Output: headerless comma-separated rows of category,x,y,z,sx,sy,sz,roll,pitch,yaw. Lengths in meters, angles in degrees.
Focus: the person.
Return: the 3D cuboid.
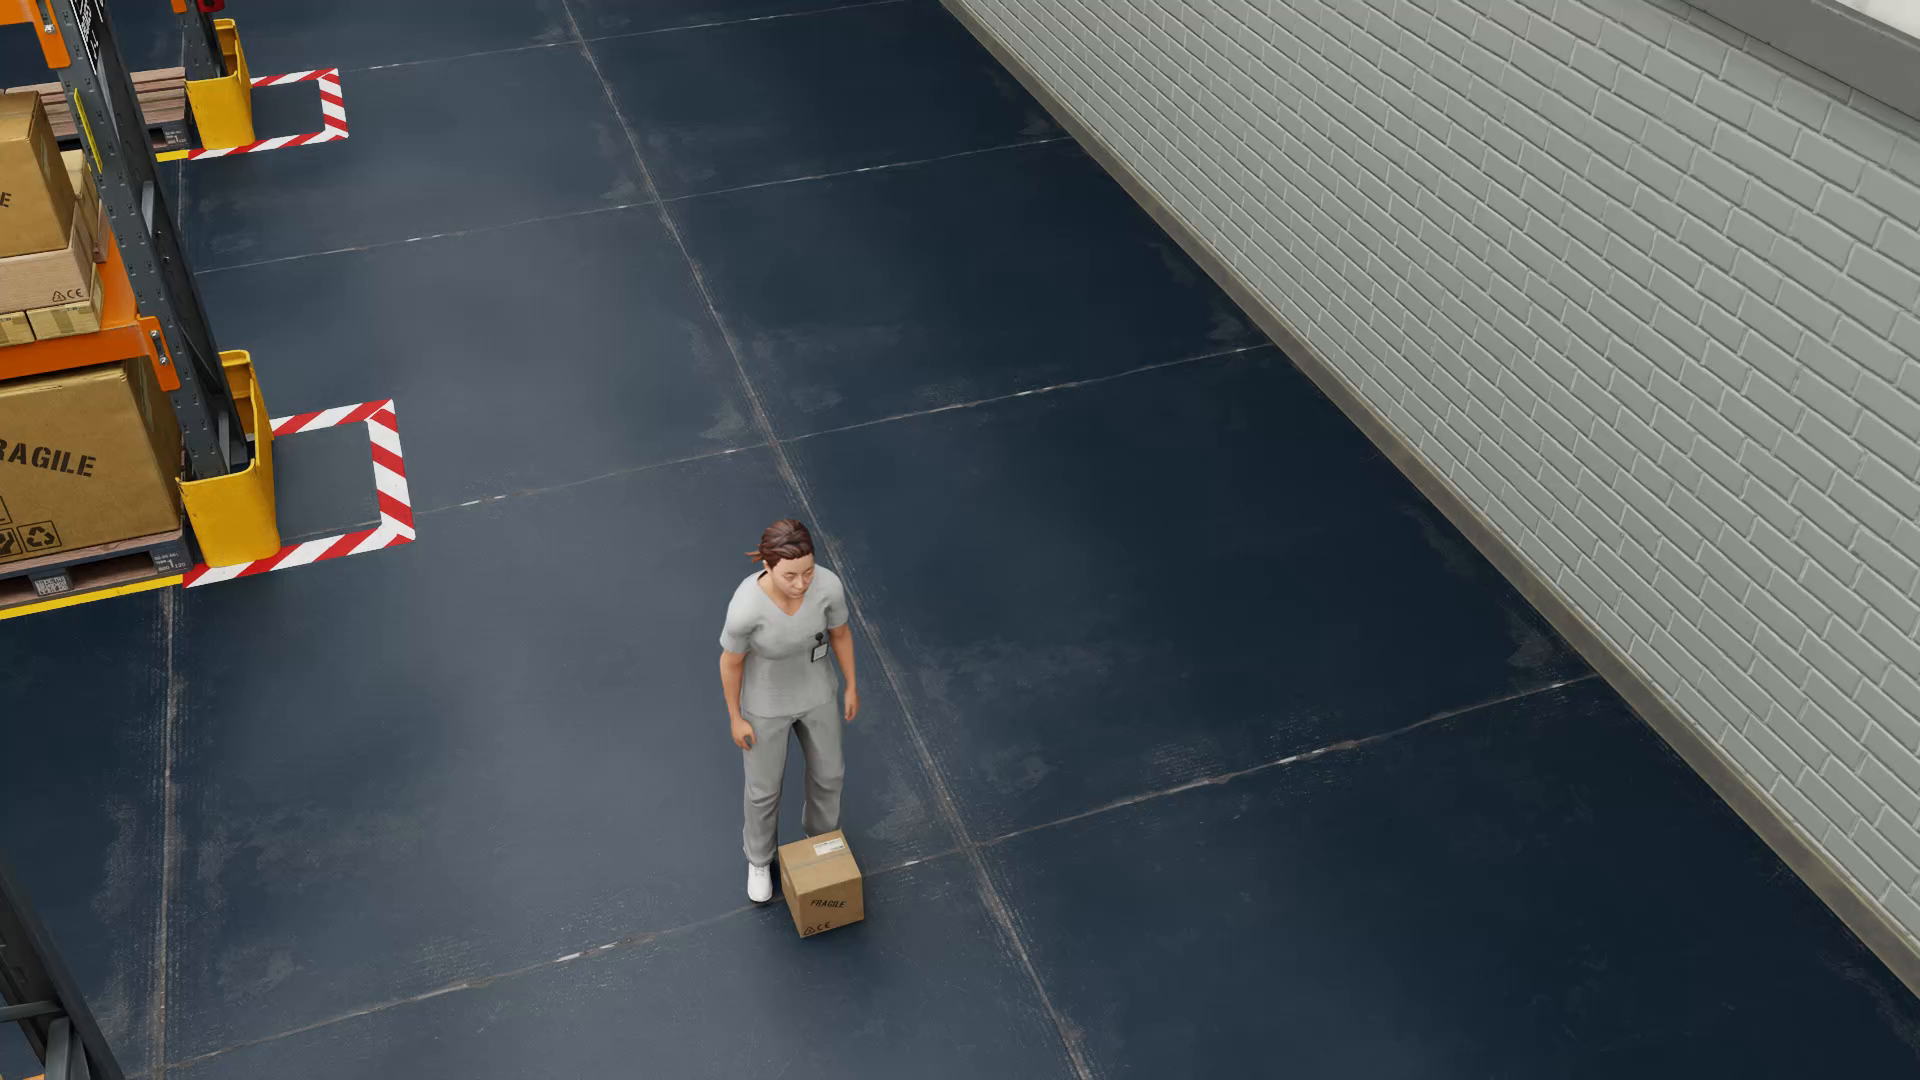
person,-0.619,0.594,6.020,0.489,1.673,0.354,-13,40,-16
